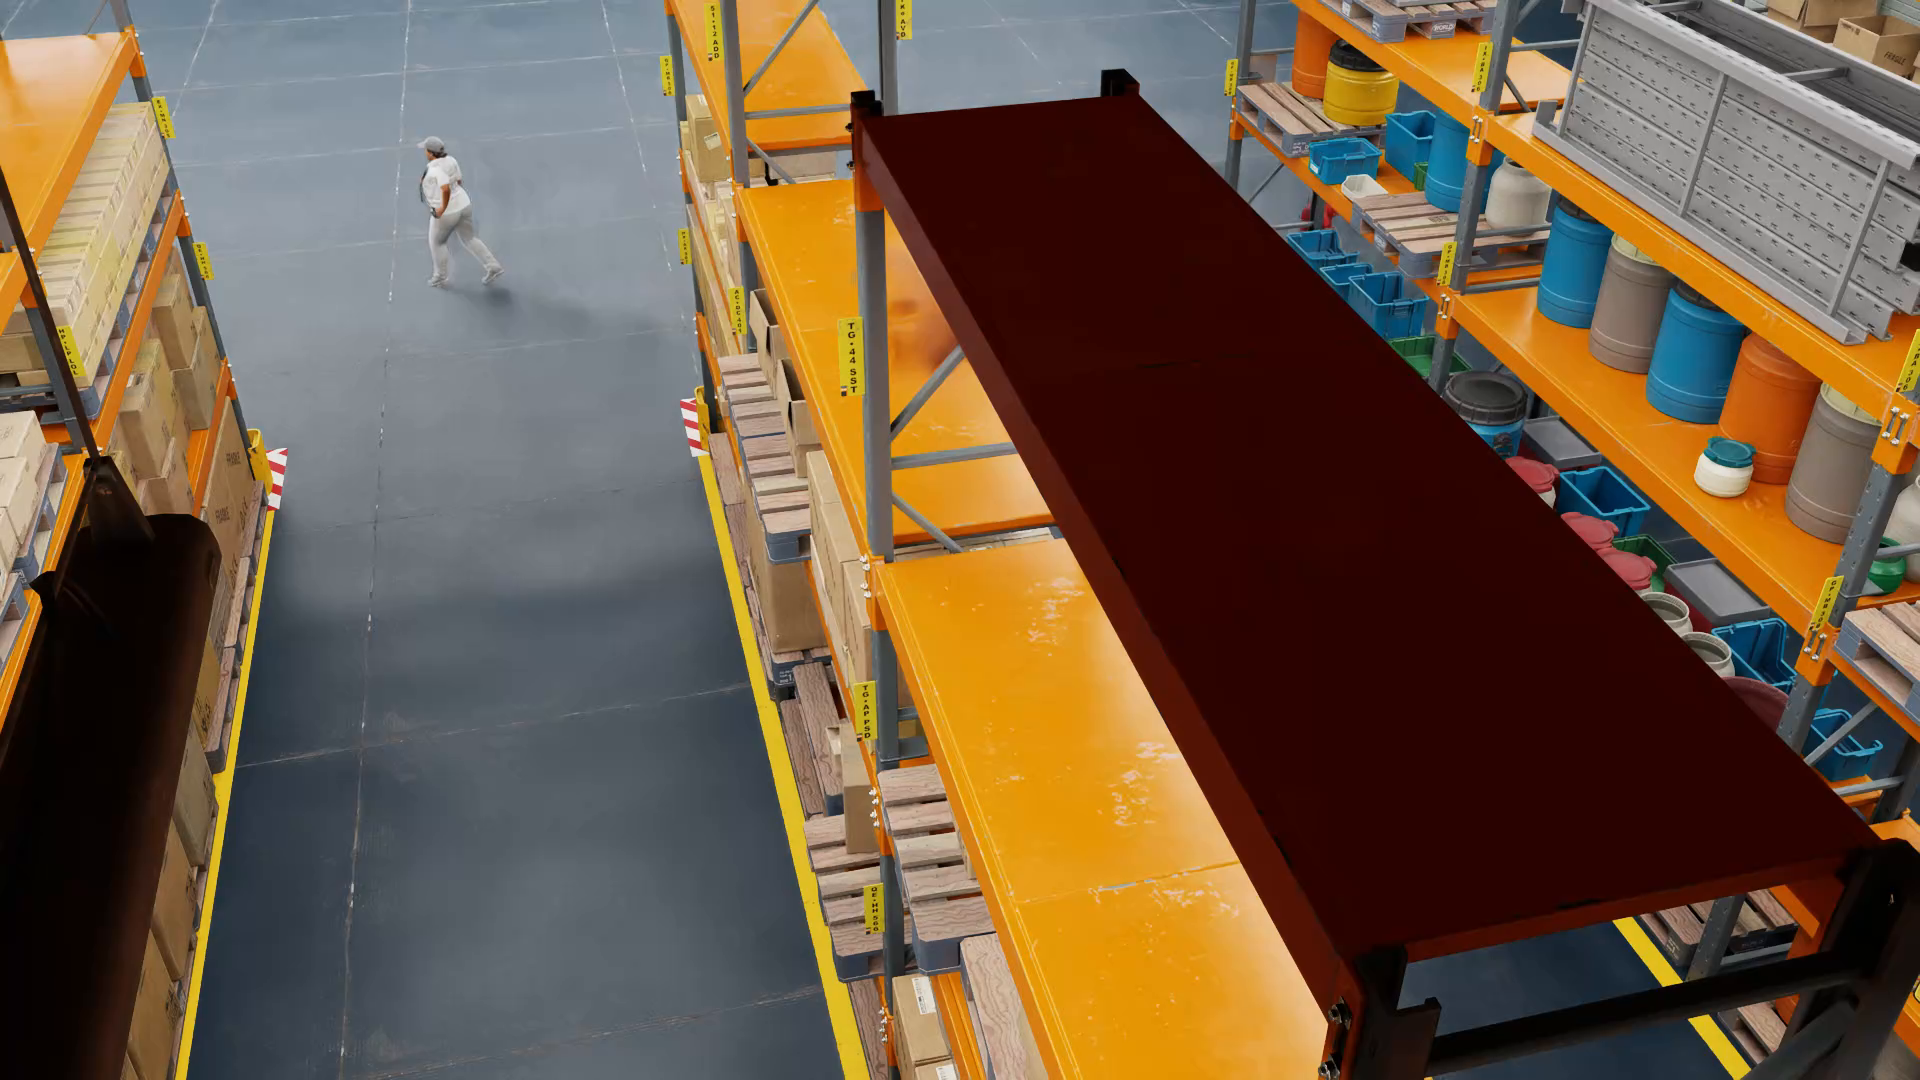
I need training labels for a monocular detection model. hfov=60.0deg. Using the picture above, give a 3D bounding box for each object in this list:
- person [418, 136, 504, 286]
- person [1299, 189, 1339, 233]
[{"bbox_3d":[-5.380,-3.458,17.663,0.901,1.684,0.568,13,37,18],"label":"person"},{"bbox_3d":[3.614,-2.977,16.937,0.948,1.688,0.728,23,41,30],"label":"person"}]
